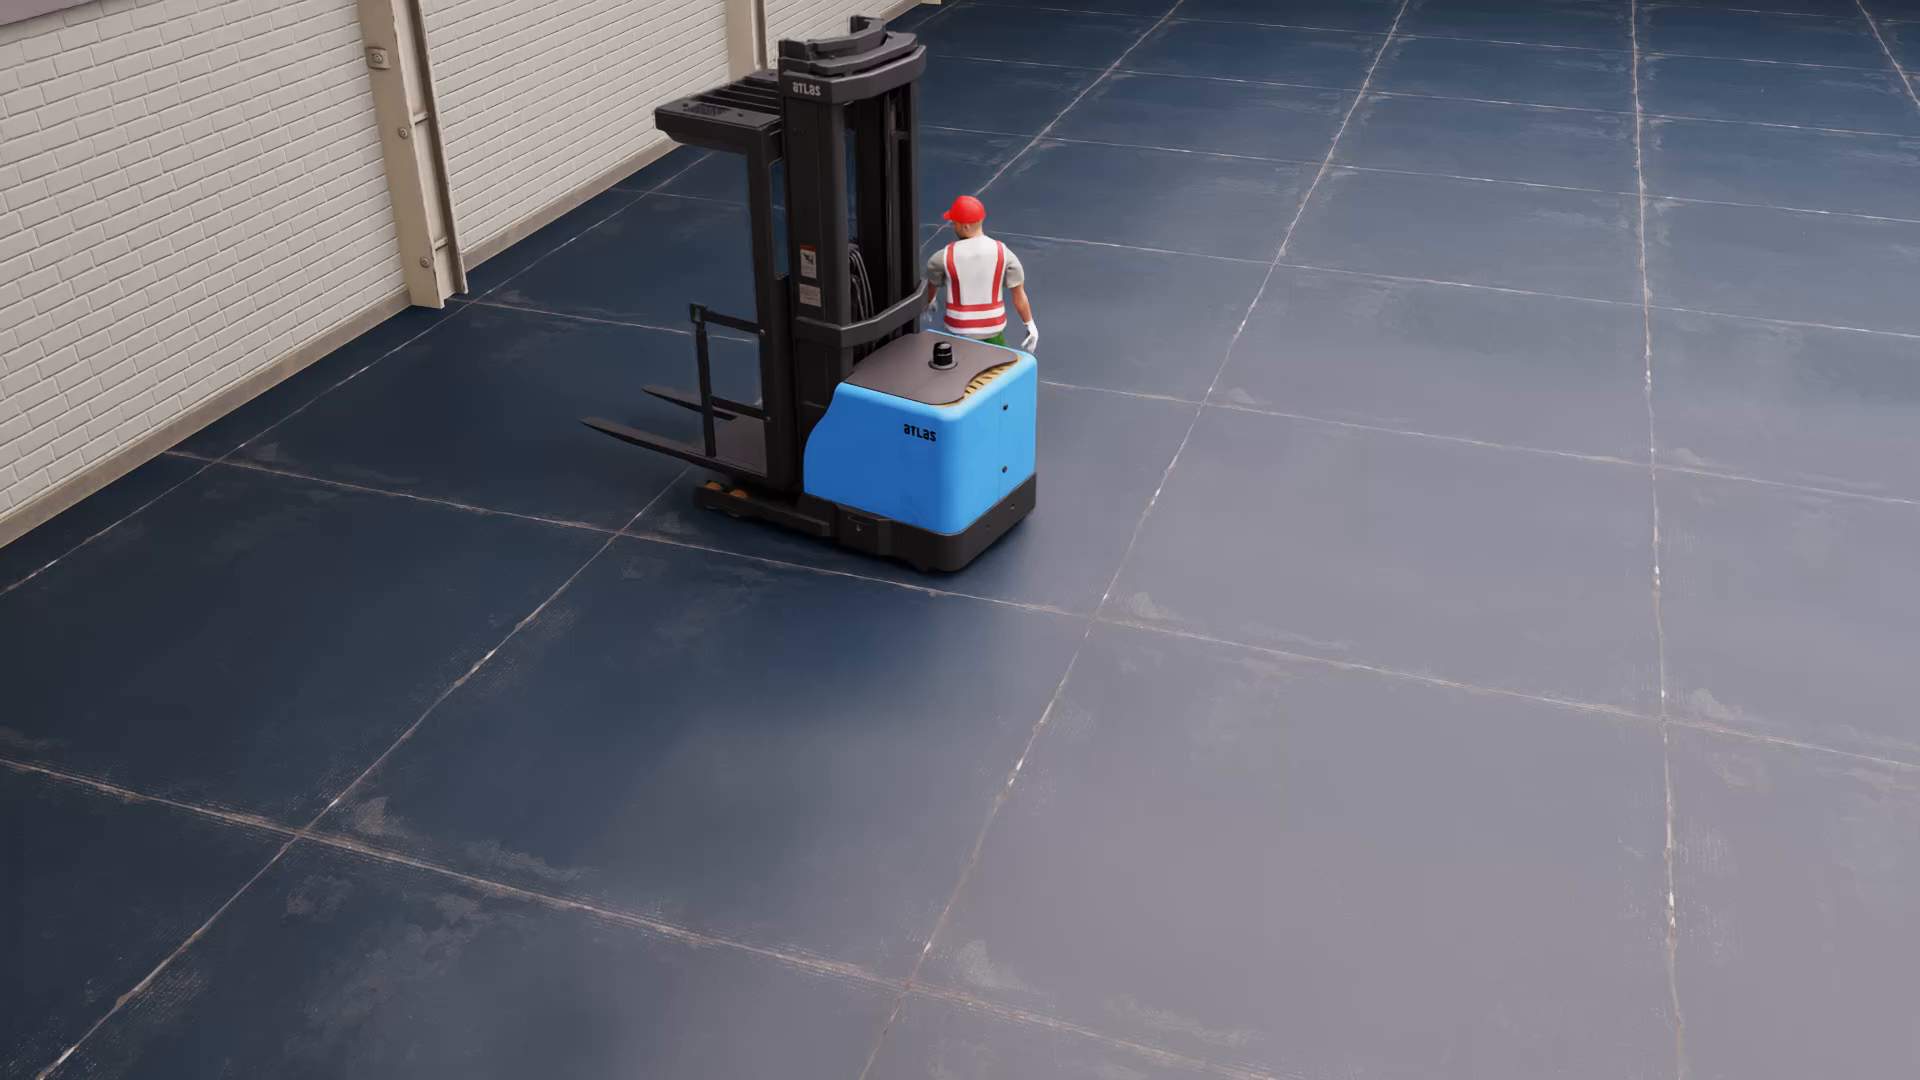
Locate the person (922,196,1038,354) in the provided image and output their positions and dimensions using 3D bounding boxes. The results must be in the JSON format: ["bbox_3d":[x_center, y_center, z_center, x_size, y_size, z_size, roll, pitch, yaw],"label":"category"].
[{"bbox_3d":[0.124,-1.428,10.883,0.712,1.743,0.902,-6,30,-10],"label":"person"}]

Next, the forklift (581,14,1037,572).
[{"bbox_3d":[-1.054,-1.621,9.981,3.031,2.935,1.130,17,34,27],"label":"forklift"}]
